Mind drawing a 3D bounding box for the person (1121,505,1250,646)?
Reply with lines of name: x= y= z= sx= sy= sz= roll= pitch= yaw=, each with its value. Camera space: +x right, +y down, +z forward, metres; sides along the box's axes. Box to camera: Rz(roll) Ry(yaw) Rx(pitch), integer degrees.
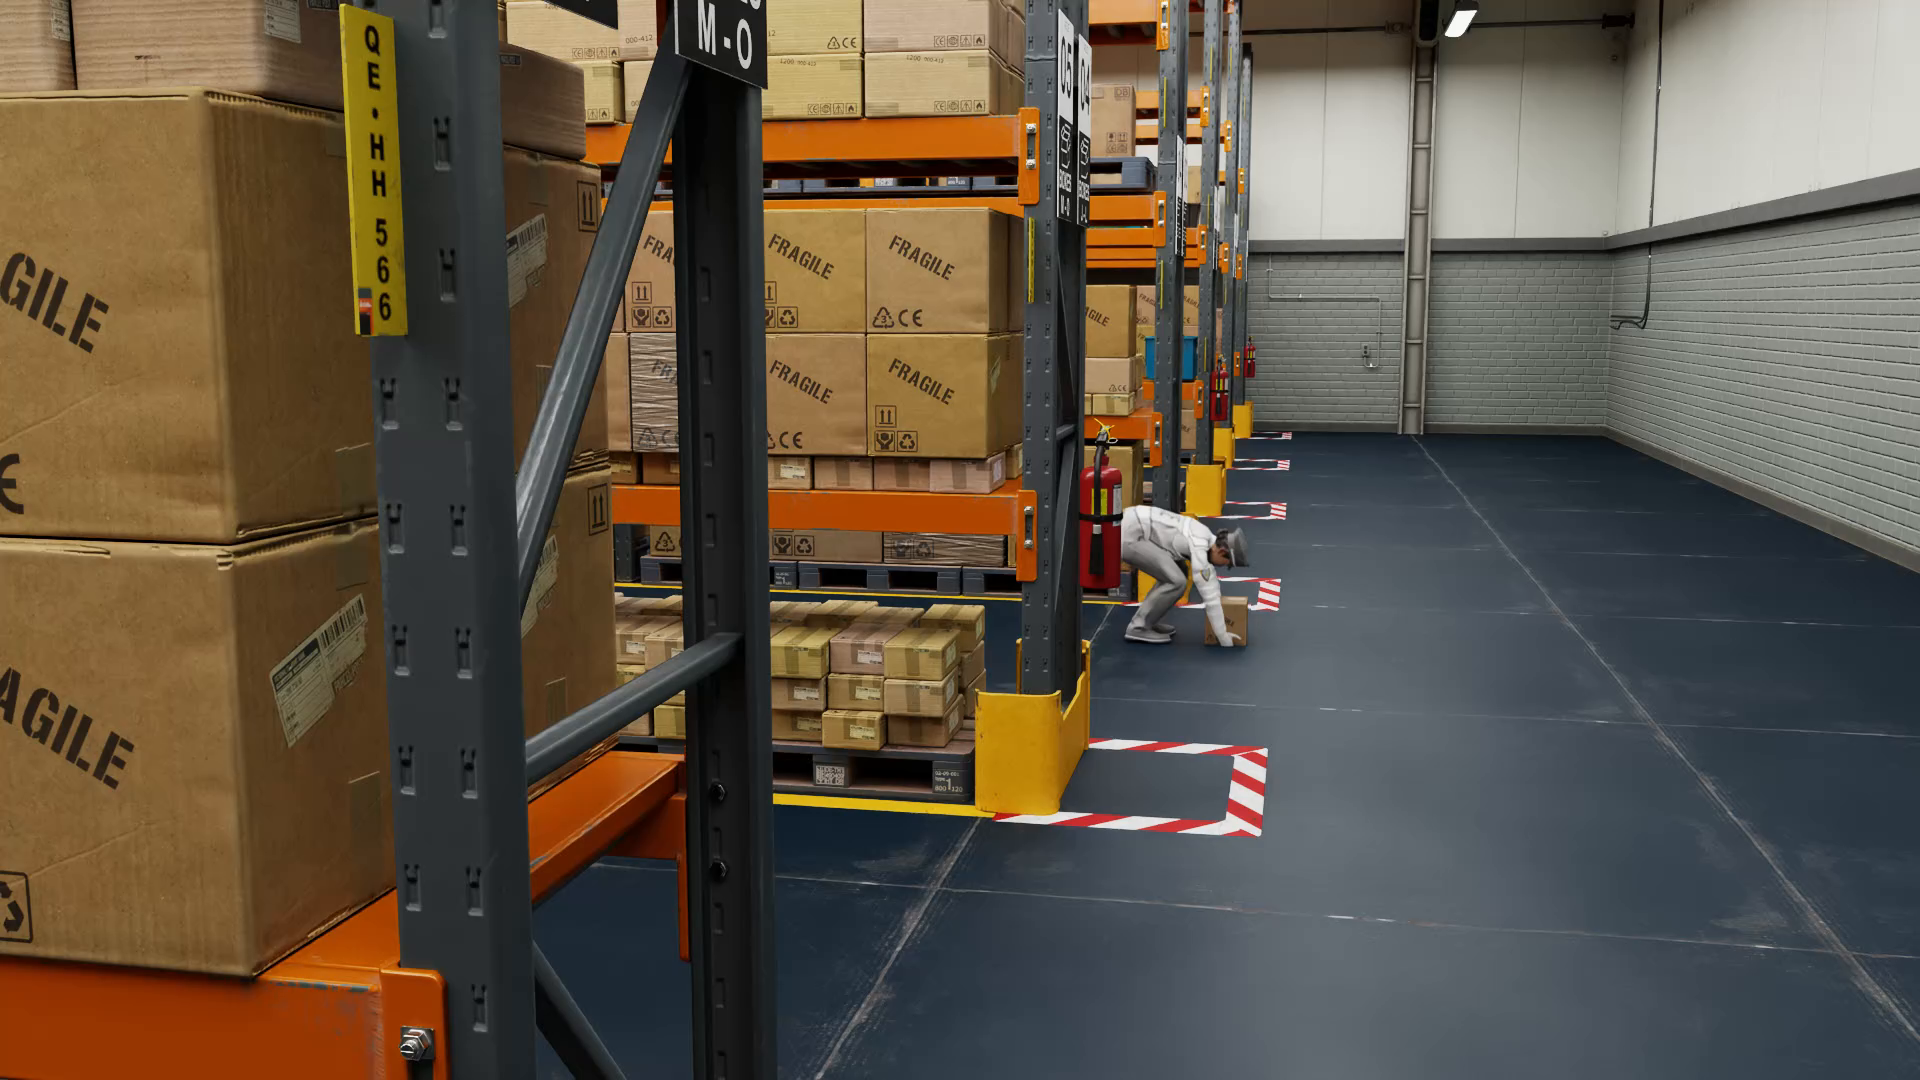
person: x=1.344 y=0.213 z=10.311 sx=0.889 sy=0.842 sz=0.469 roll=1 pitch=8 yaw=9
